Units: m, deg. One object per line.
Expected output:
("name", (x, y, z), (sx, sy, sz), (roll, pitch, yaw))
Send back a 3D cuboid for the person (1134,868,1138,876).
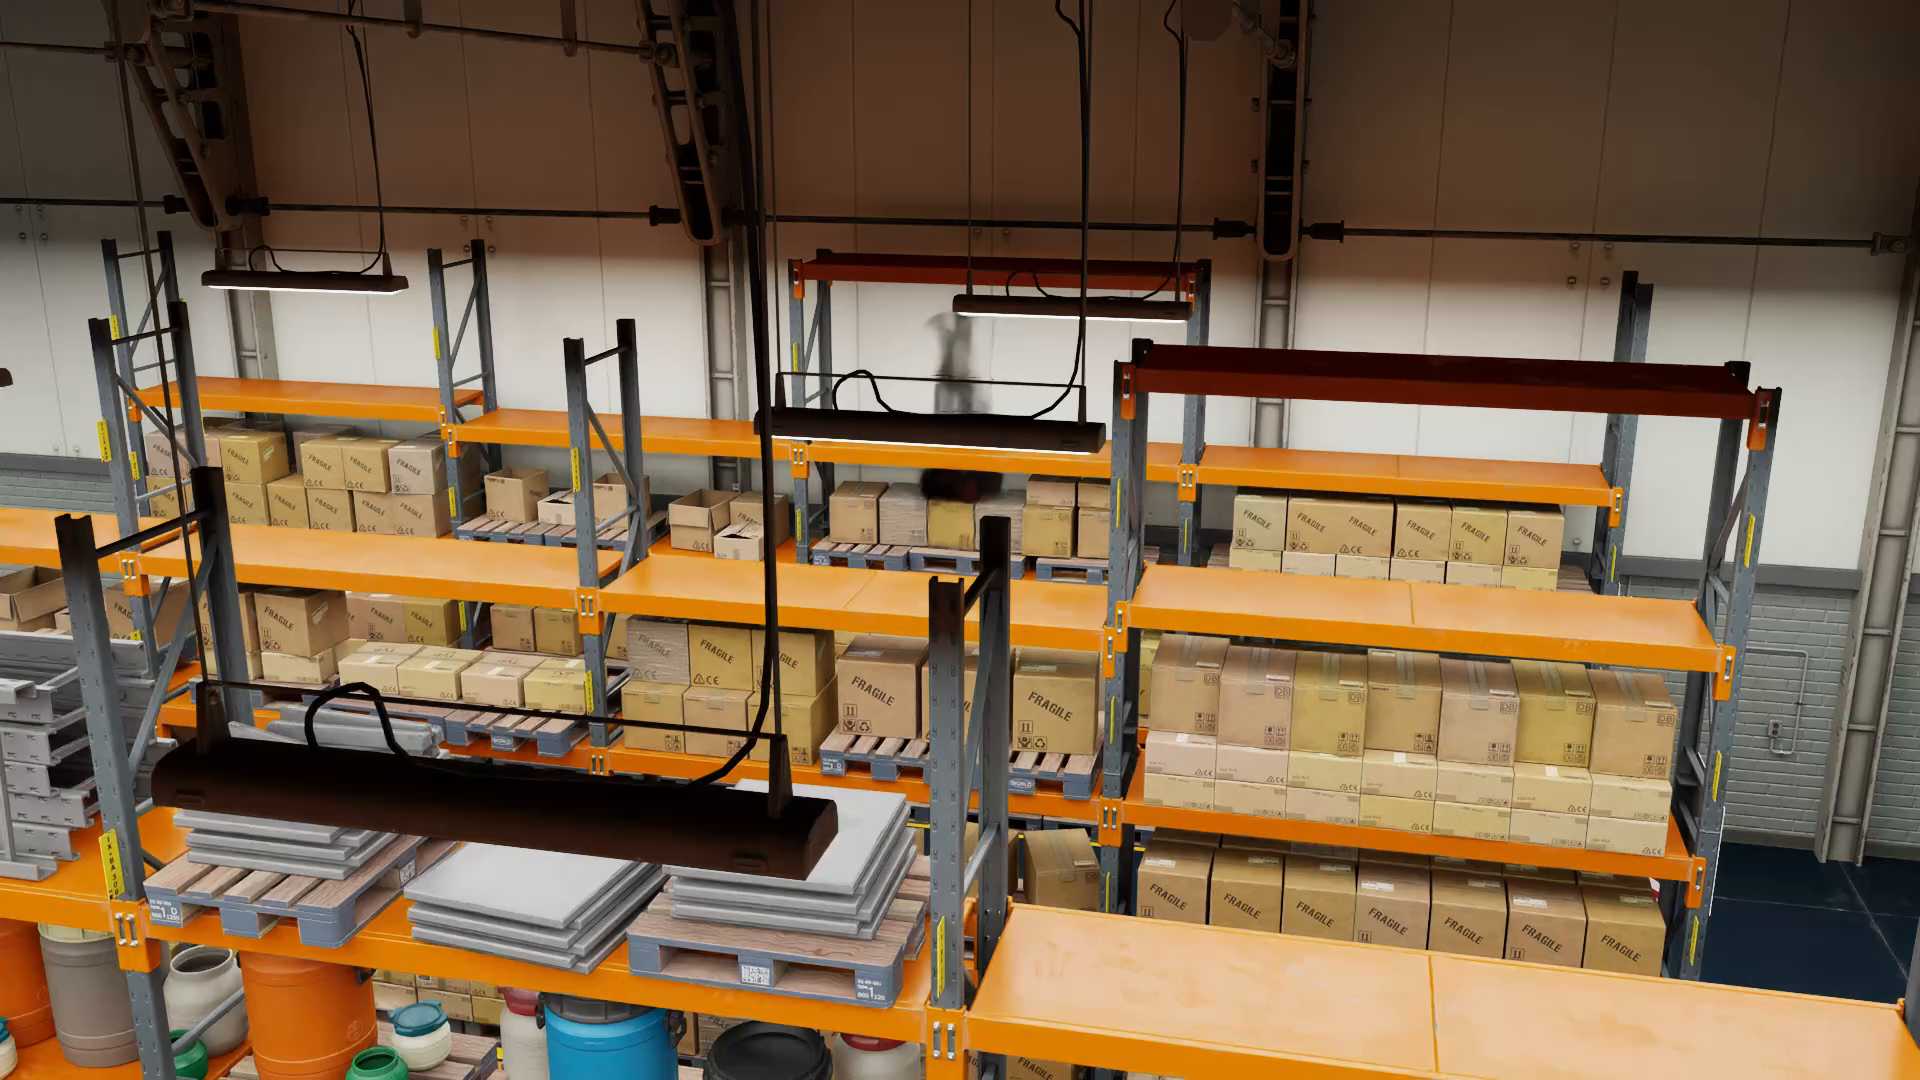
("person", (1.873, 3.218, 14.510), (0.728, 1.647, 0.508), (3, 17, 10))
